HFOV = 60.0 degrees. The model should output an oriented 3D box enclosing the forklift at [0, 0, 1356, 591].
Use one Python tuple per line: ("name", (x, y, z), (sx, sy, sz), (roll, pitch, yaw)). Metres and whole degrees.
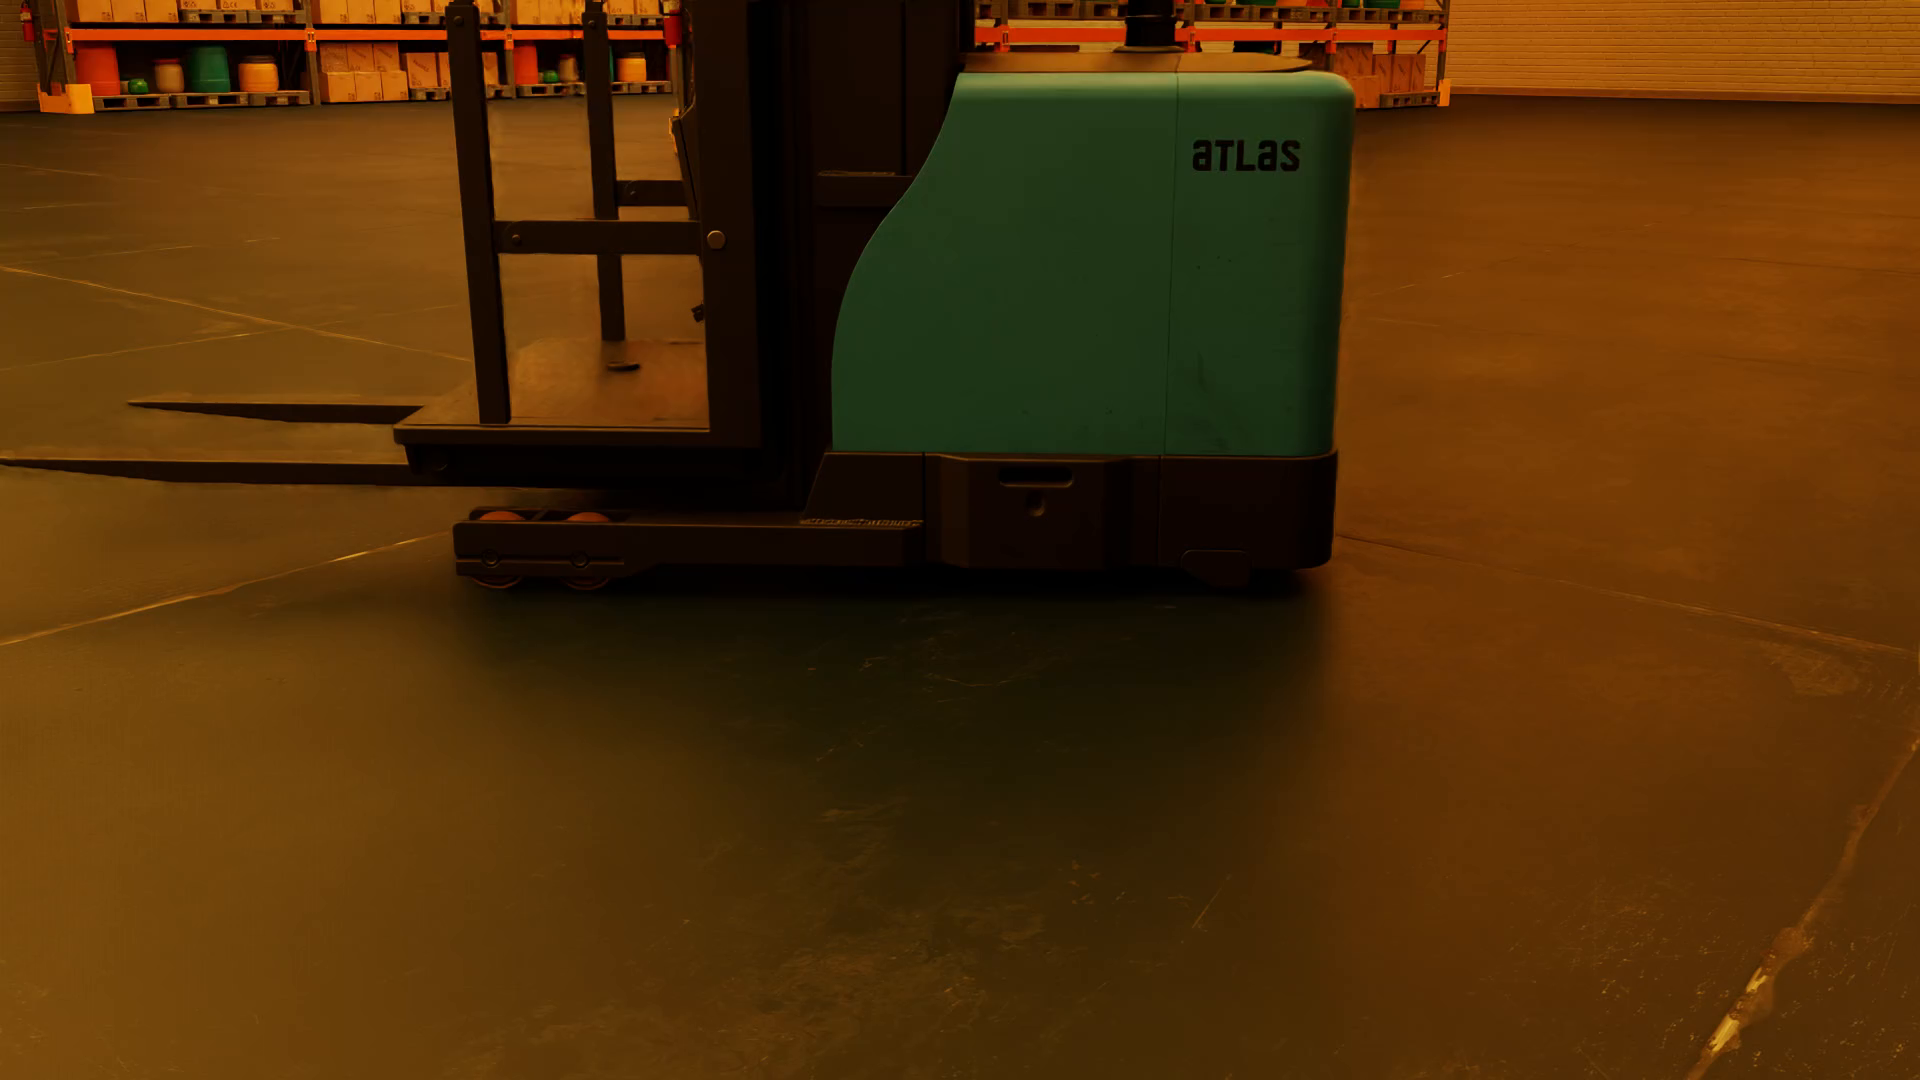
("forklift", (-0.691, -1.446, 3.659), (3.031, 2.935, 1.130), (1, 17, 3))
